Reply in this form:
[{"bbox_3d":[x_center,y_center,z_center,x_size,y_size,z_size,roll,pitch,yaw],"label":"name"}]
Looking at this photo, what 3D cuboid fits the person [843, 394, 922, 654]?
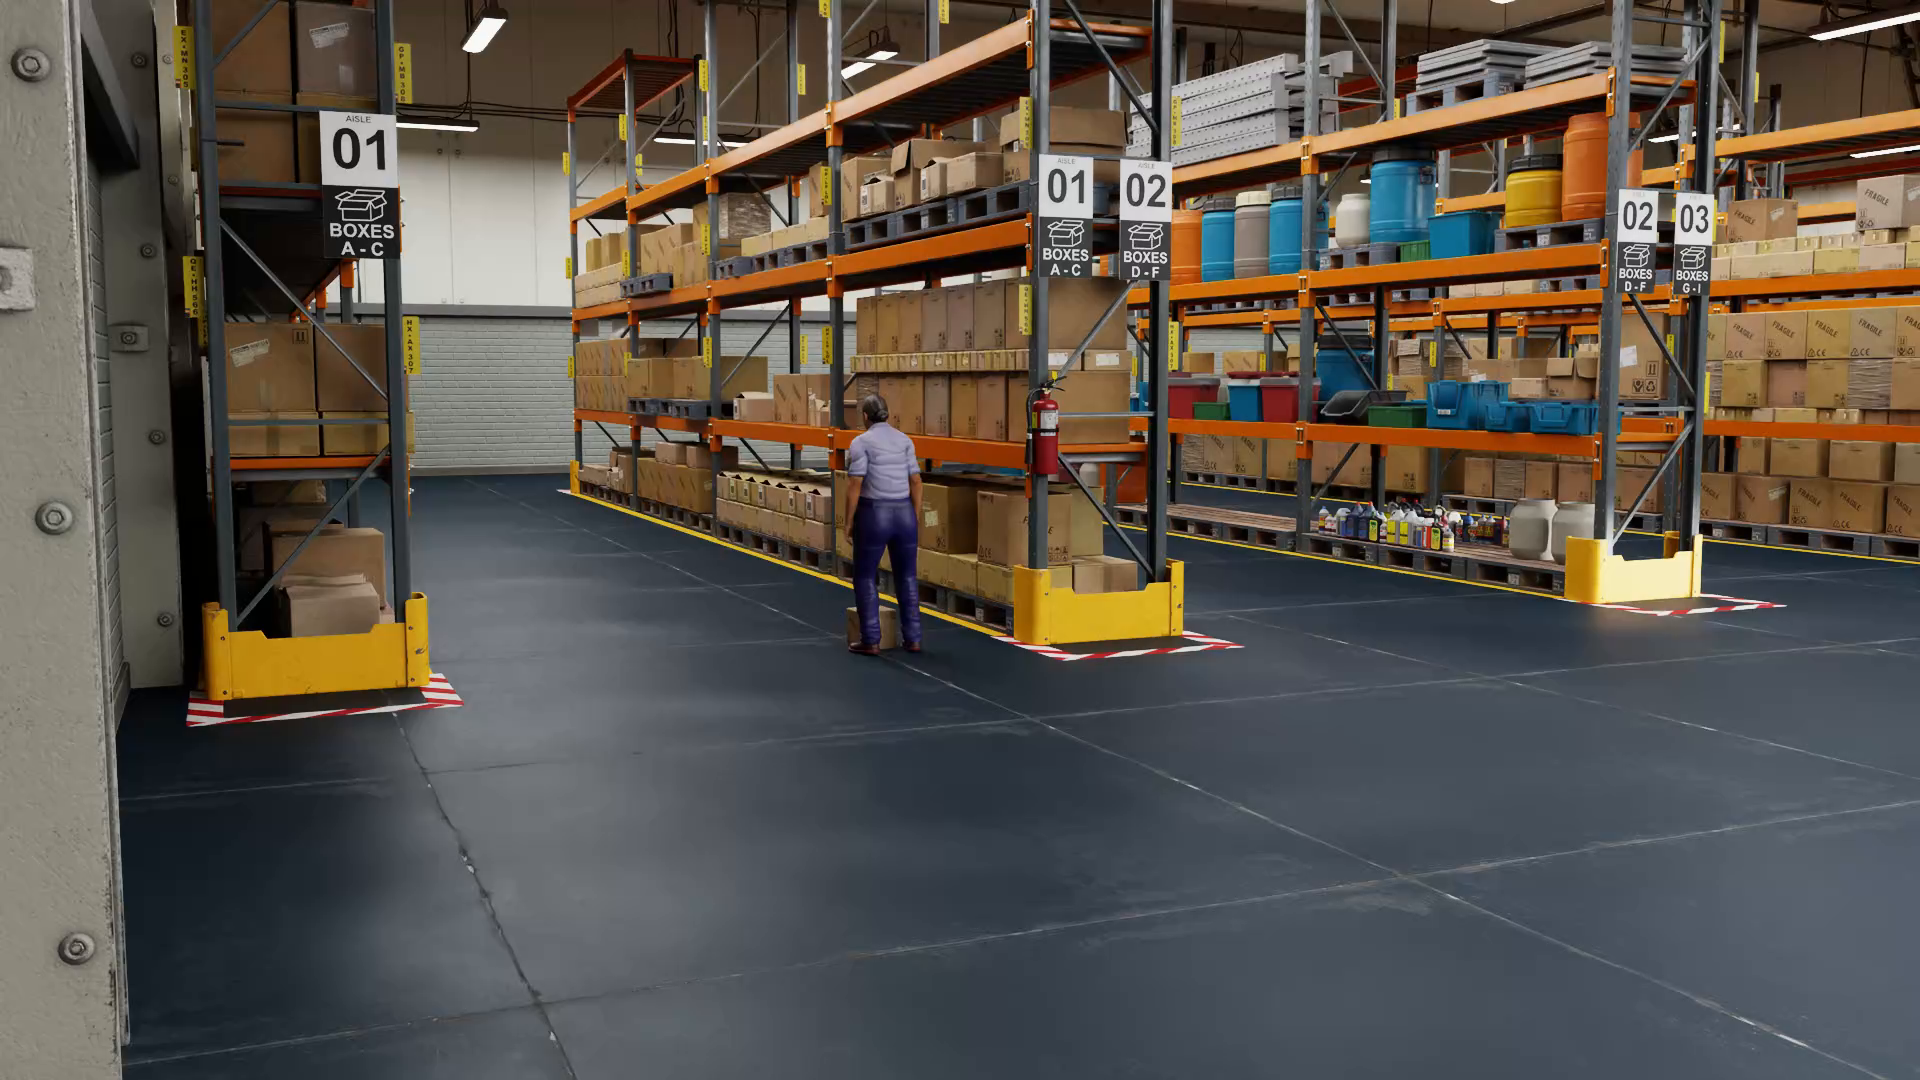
[{"bbox_3d":[-0.478,-0.101,10.596,0.564,1.651,0.375,-3,6,-27],"label":"person"}]
